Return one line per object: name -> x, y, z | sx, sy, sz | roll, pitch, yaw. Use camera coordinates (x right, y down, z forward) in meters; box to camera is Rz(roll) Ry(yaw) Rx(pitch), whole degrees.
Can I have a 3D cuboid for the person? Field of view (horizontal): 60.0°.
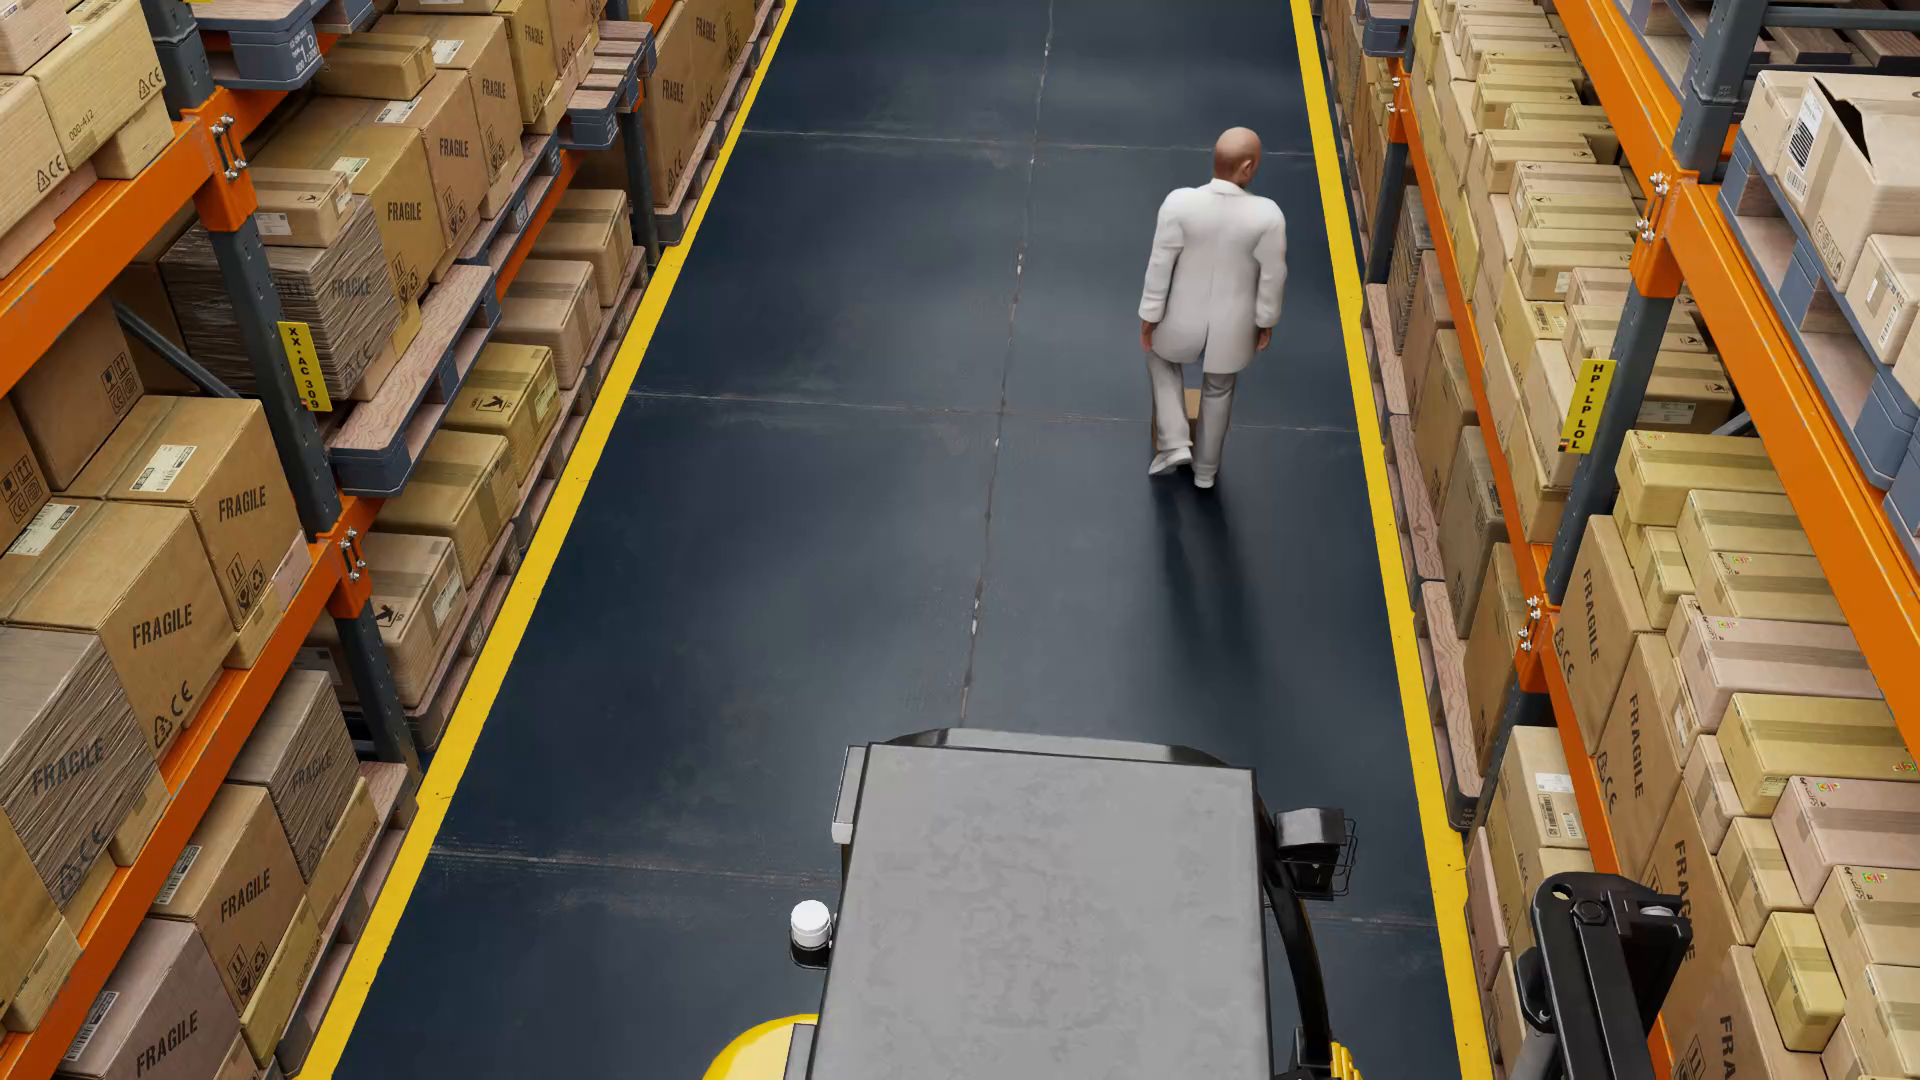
person -> 1.099, -1.000, 7.350 | 0.616, 1.779, 0.484 | 5, 40, 6
